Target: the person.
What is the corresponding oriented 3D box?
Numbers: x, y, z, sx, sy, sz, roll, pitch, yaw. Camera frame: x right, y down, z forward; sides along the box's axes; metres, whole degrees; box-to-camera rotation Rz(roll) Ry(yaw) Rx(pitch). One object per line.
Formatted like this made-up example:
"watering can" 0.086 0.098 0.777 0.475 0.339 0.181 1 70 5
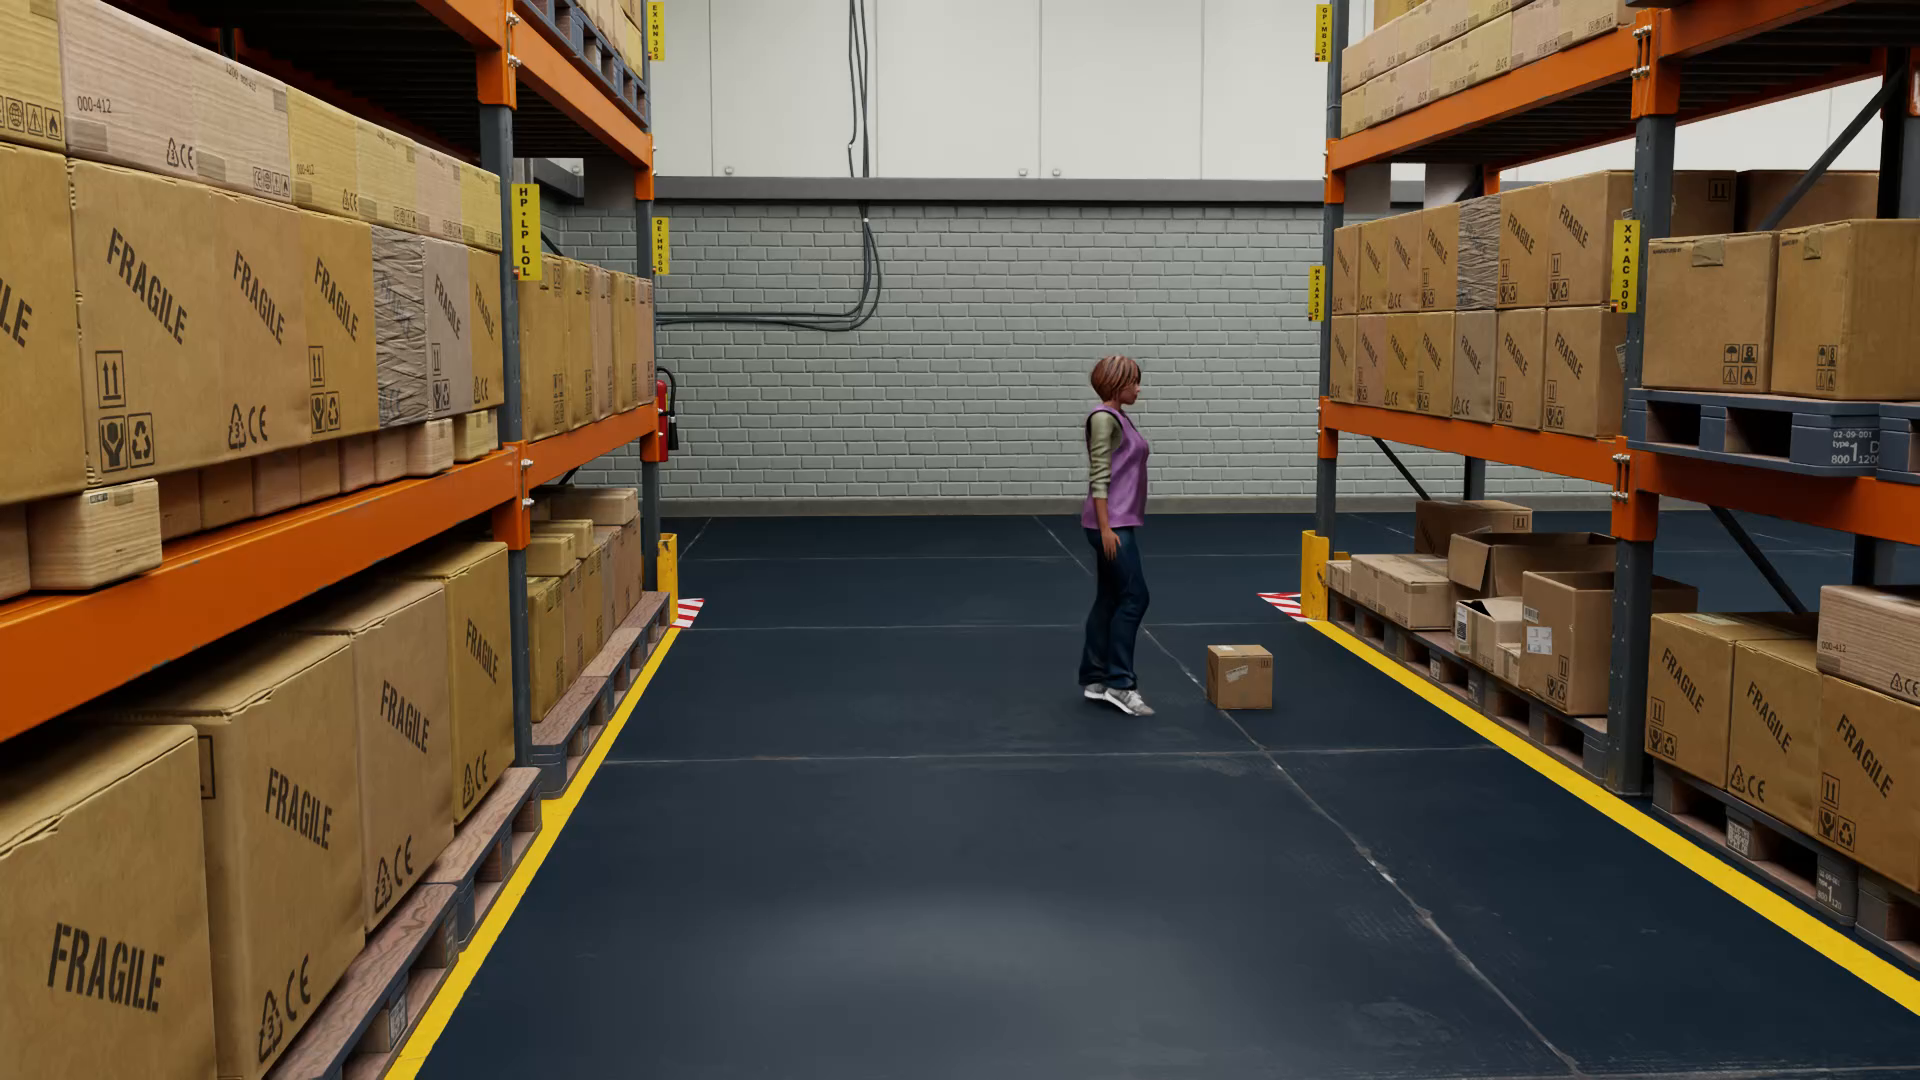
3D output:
"person" 0.737 -0.026 7.602 0.382 1.633 0.453 2 7 13
